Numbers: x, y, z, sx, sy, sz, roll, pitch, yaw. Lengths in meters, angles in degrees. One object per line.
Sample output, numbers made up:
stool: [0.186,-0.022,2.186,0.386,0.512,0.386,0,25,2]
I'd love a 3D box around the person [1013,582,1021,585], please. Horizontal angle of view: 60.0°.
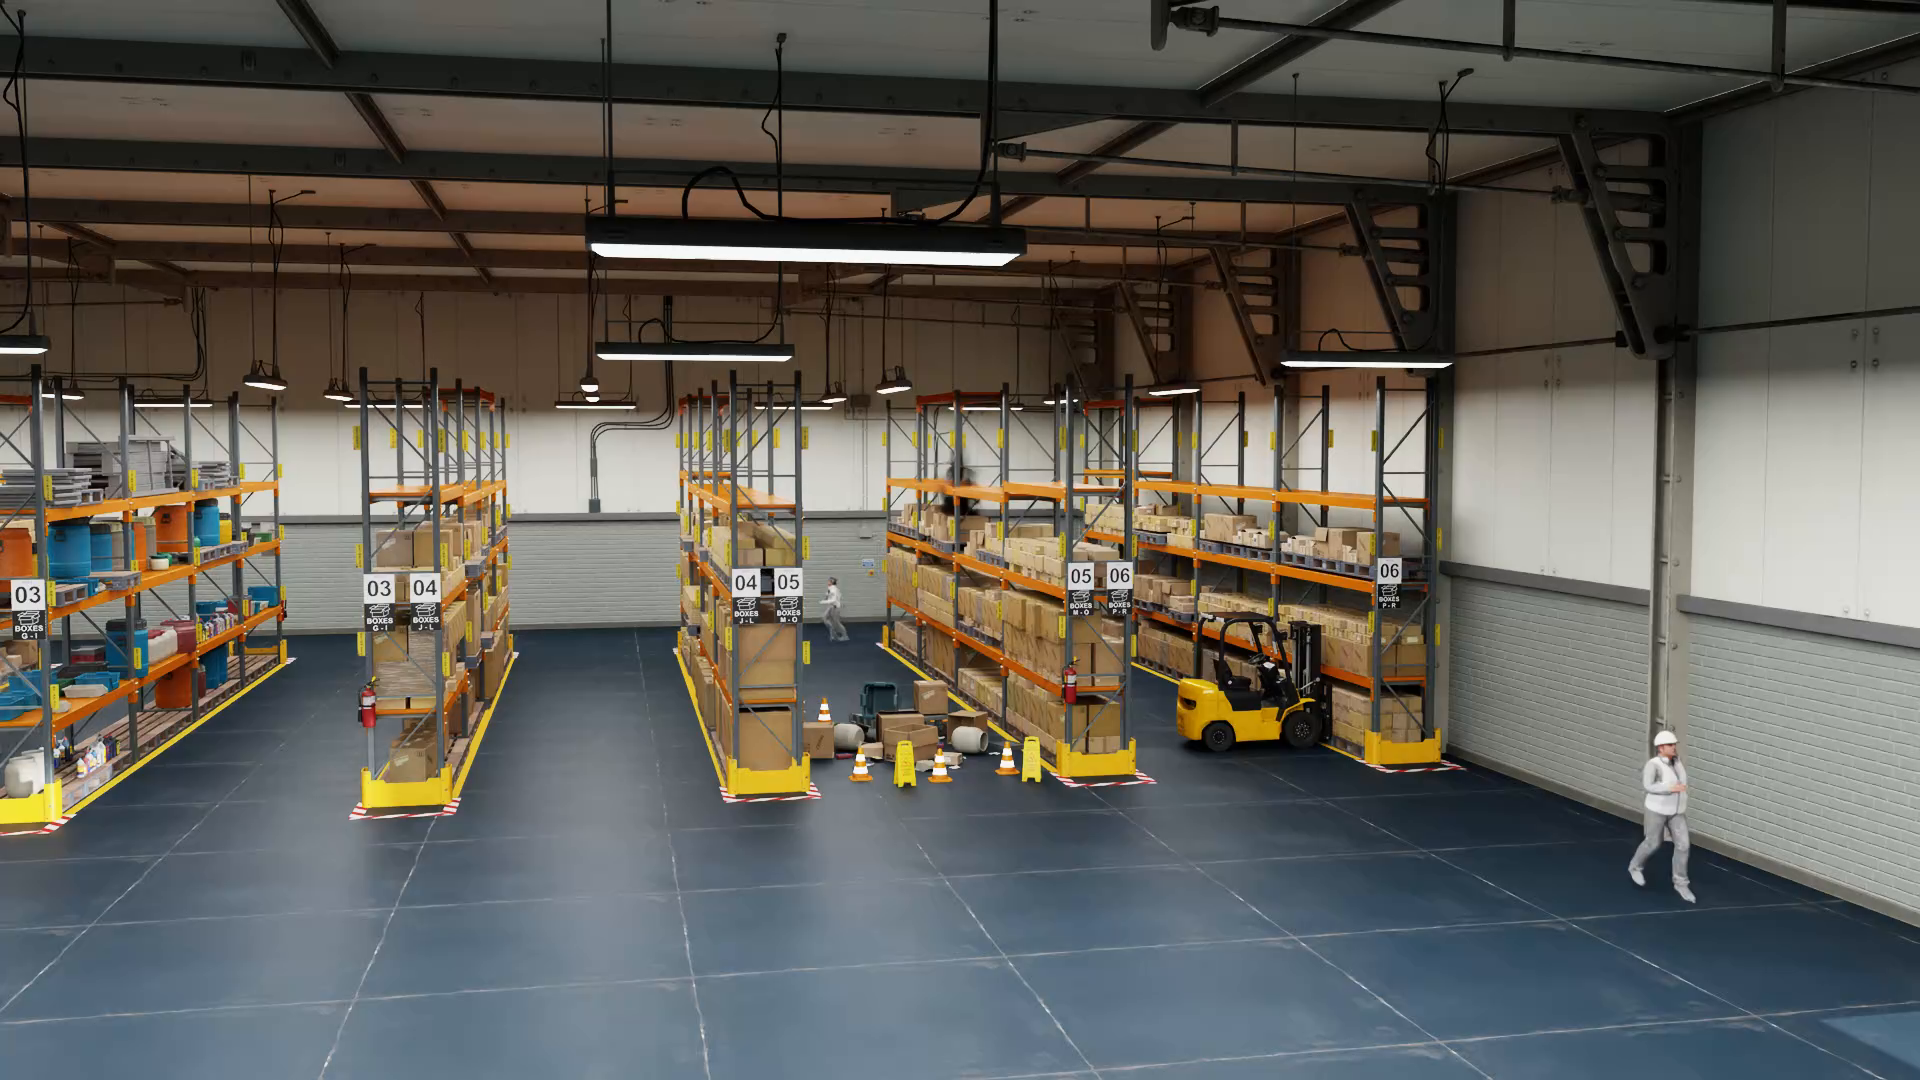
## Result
person: [1.247,1.708,36.206,0.696,1.734,0.560,-1,4,-17]

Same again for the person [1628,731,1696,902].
person: [7.755,3.011,18.361,0.657,1.828,0.829,-1,4,-19]

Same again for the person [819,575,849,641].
person: [-3.153,1.713,41.475,0.732,1.680,0.557,-1,3,-13]
